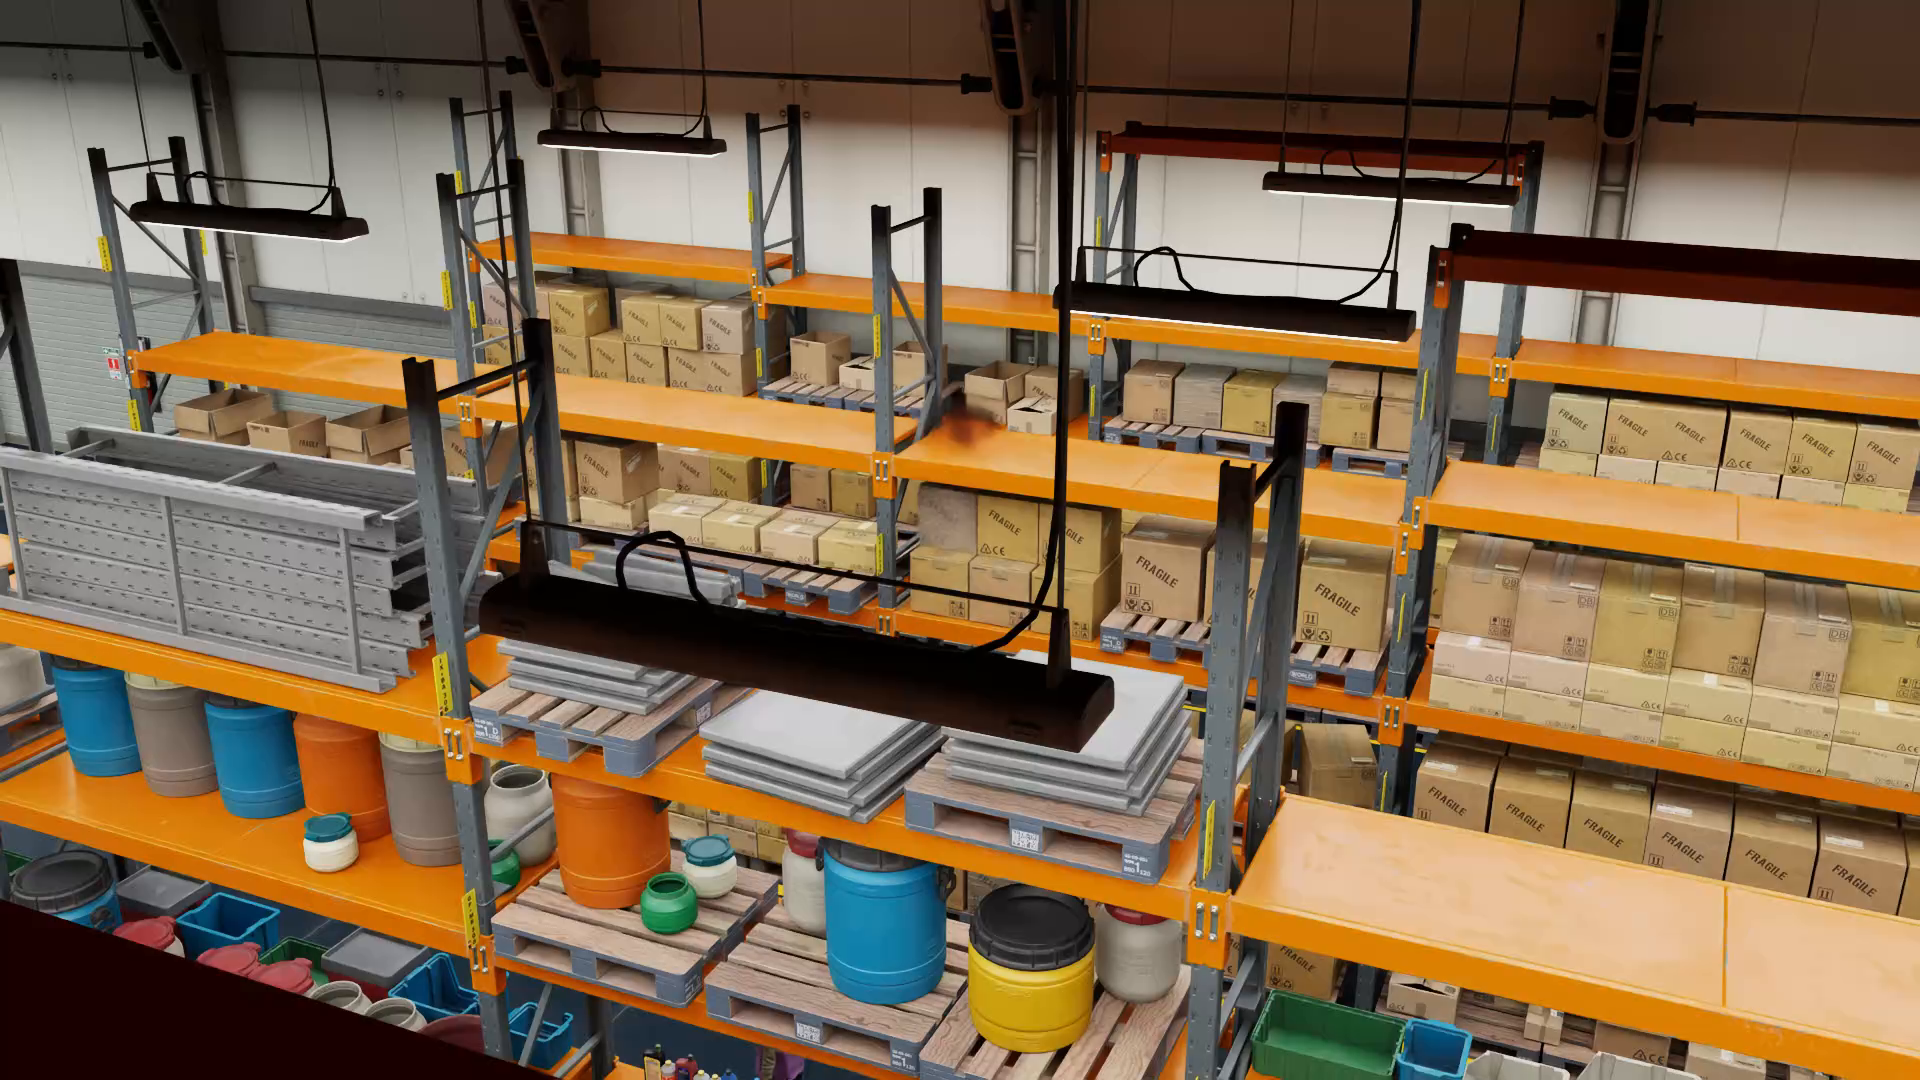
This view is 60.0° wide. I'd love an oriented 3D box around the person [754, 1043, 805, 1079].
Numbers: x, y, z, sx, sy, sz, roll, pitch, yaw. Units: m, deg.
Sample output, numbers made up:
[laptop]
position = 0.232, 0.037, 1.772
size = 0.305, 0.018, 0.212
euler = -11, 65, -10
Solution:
[person]
position = -1.166, 3.532, 11.071
size = 0.823, 1.535, 0.485
euler = 9, 22, 23
